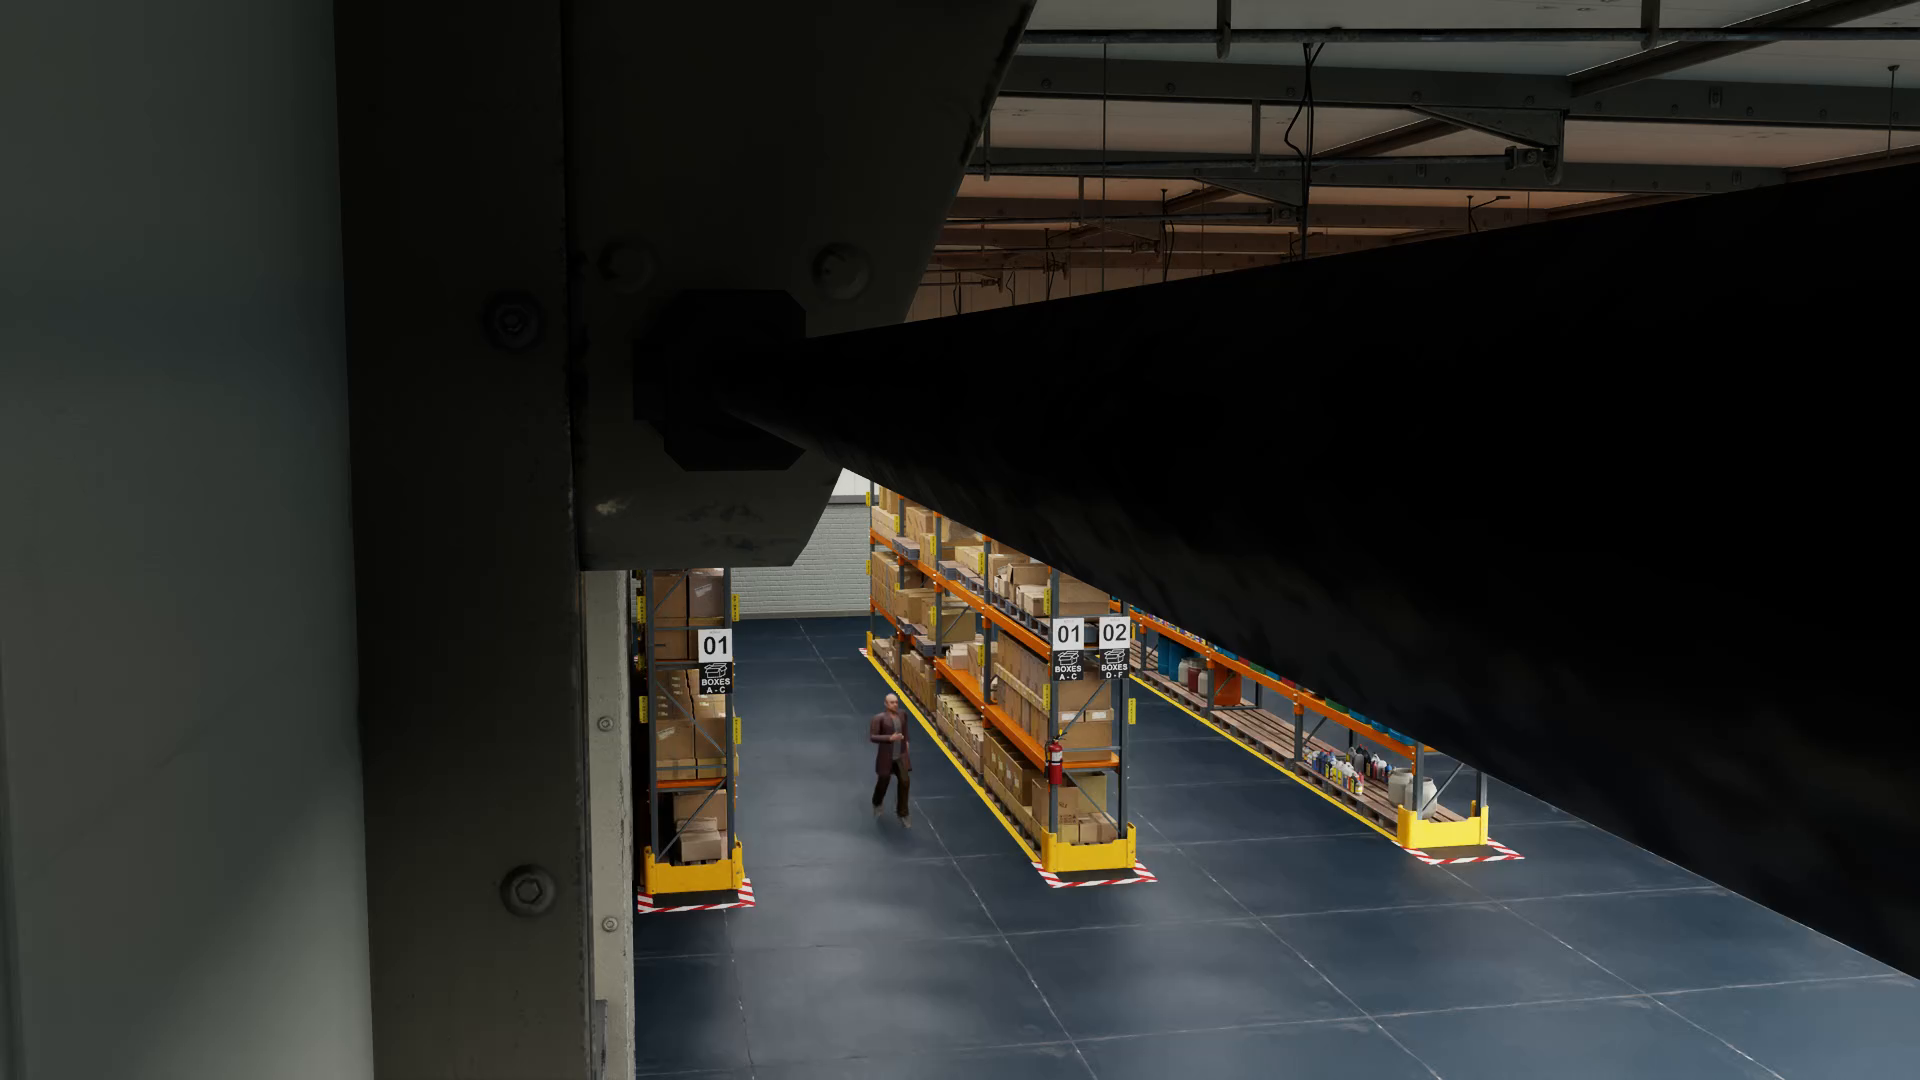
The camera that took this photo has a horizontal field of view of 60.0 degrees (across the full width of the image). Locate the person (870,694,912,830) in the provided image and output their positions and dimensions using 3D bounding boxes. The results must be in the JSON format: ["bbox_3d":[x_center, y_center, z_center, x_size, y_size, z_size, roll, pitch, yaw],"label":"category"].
[{"bbox_3d":[-0.971,3.033,23.038,0.705,1.846,0.898,-3,7,-26],"label":"person"}]
